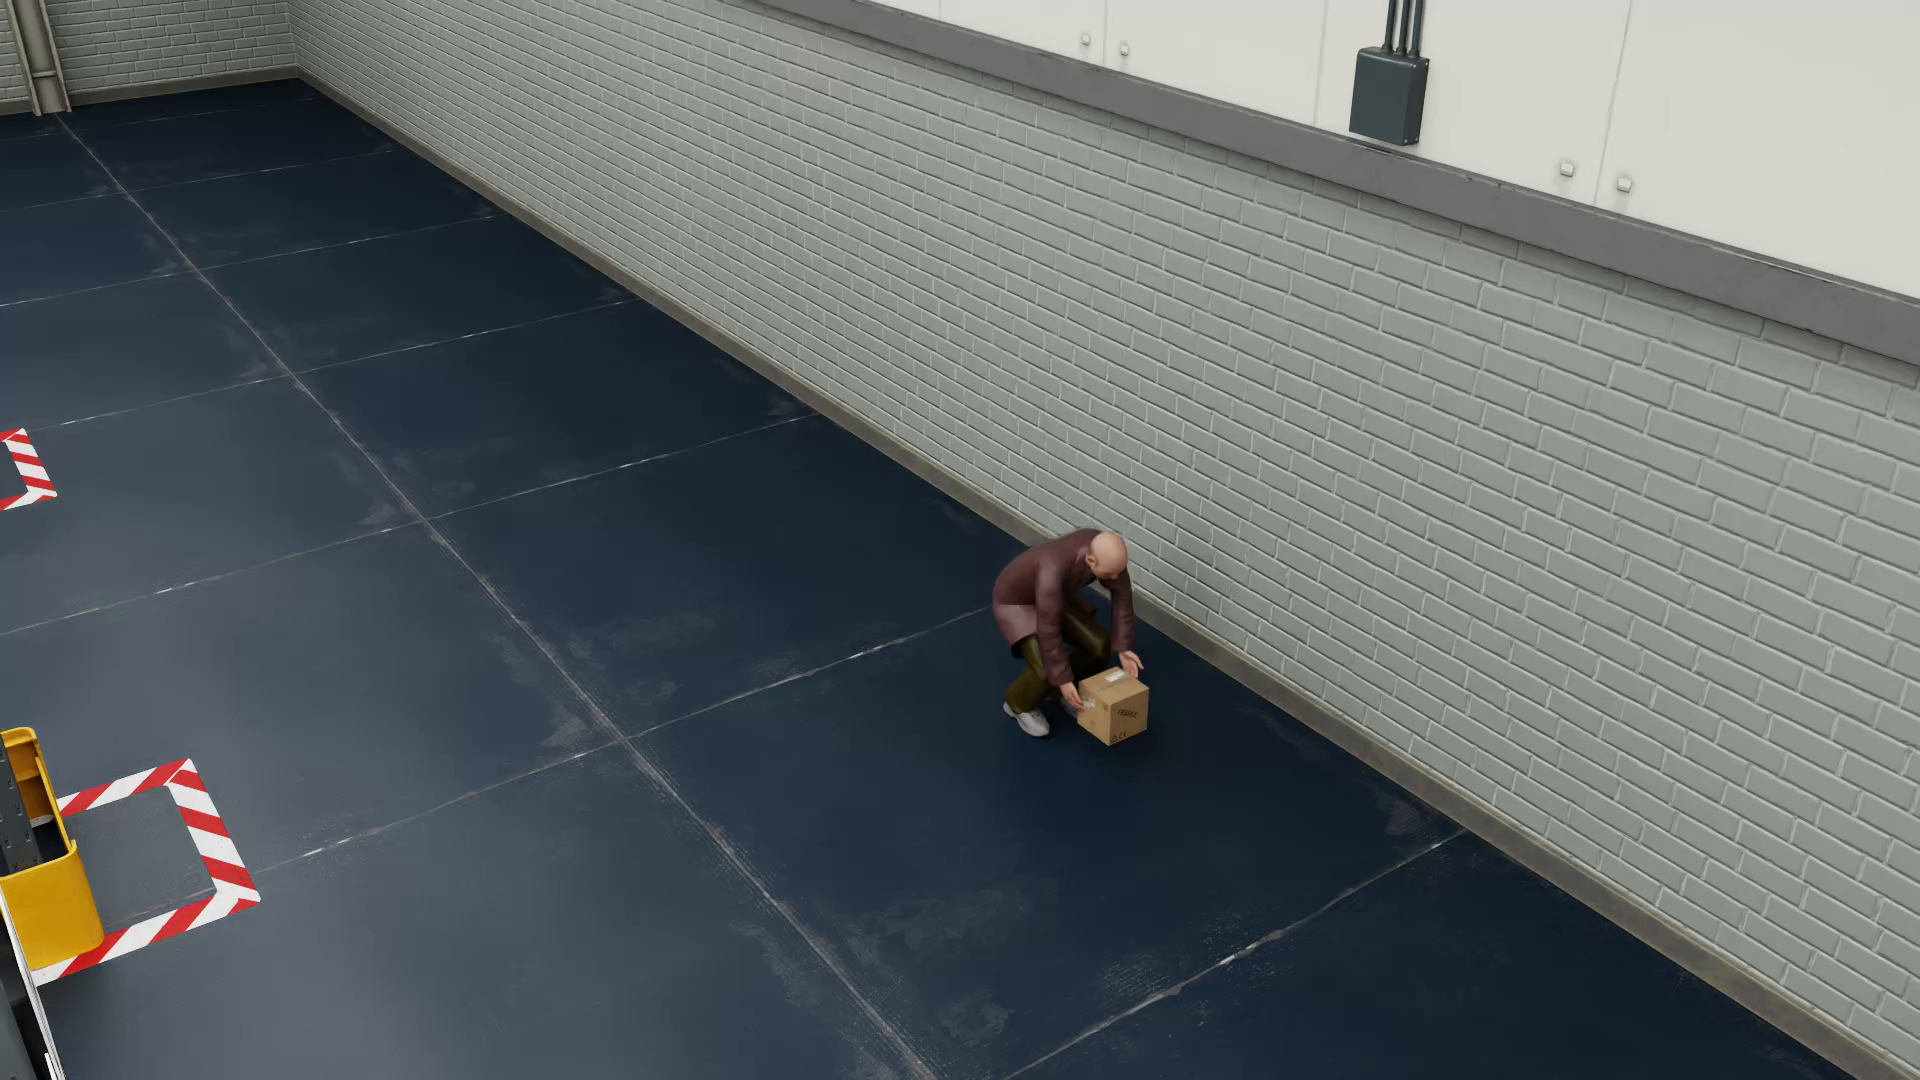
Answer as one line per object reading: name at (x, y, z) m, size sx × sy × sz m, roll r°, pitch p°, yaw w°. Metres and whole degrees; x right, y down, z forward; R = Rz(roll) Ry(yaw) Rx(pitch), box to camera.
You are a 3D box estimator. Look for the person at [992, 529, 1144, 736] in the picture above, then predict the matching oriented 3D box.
person at (0.521, 0.403, 8.477) m, size 0.620 × 1.222 × 0.808 m, roll -19°, pitch 33°, yaw -31°
